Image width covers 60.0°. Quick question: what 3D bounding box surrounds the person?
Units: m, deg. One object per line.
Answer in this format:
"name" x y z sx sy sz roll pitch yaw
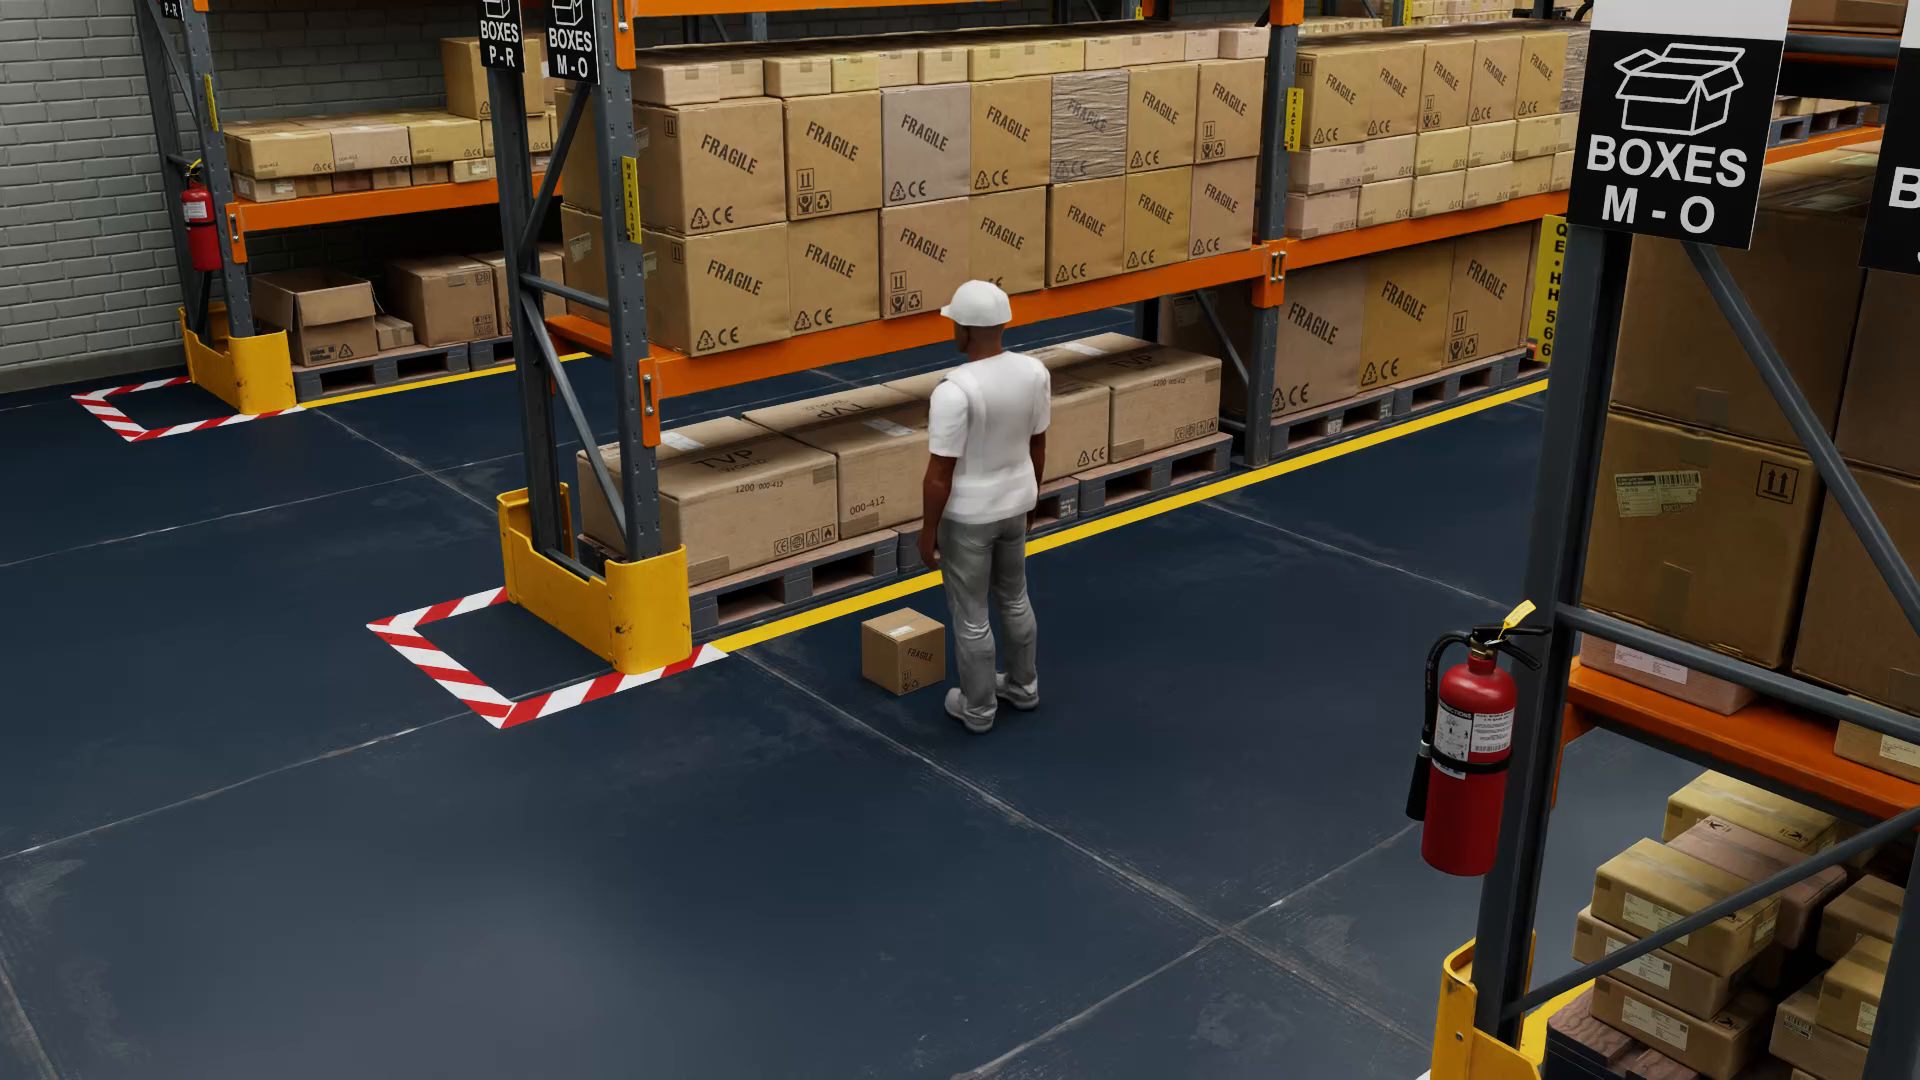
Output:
"person" 0.072 -0.119 6.345 0.602 1.770 0.392 -17 27 -38
